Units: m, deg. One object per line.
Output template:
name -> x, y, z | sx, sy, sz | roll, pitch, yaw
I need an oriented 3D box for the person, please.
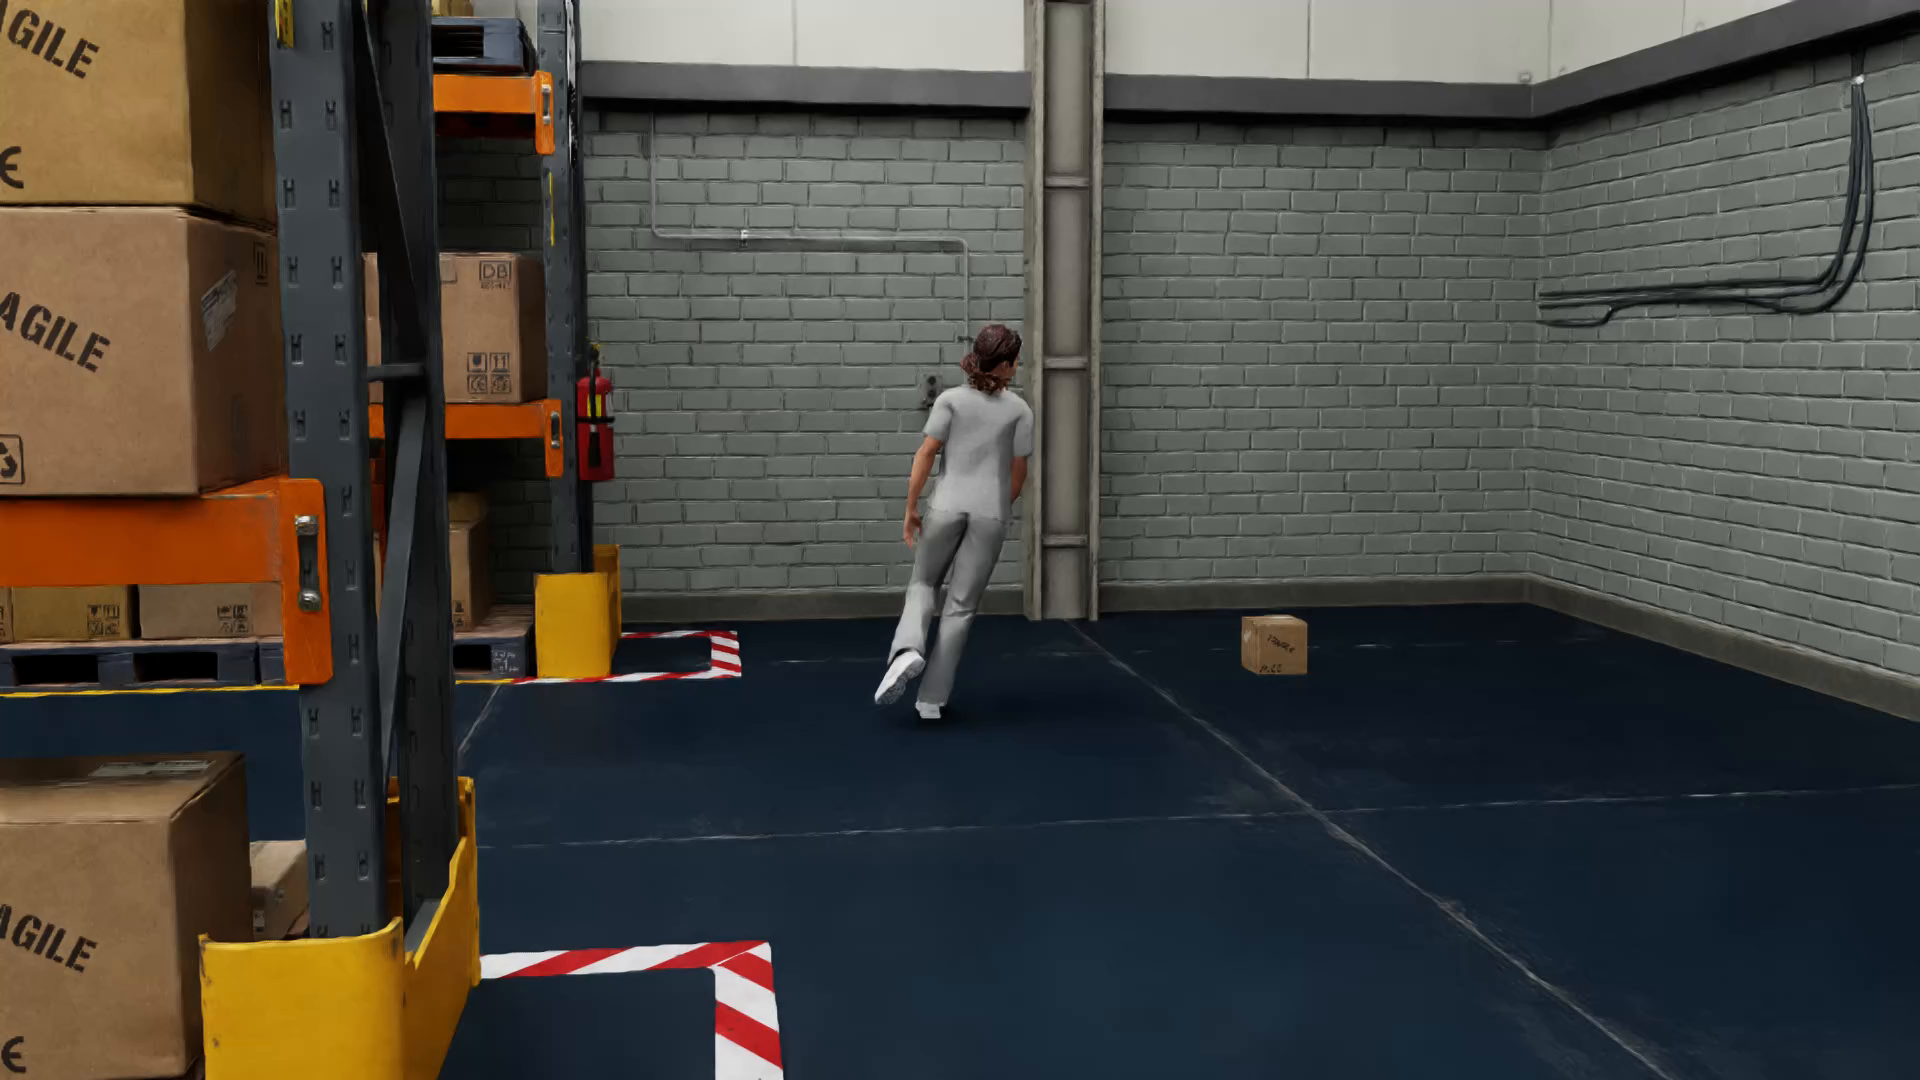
person -> -0.021, -0.070, 6.917 | 0.650, 1.644, 0.499 | 0, 7, 4
